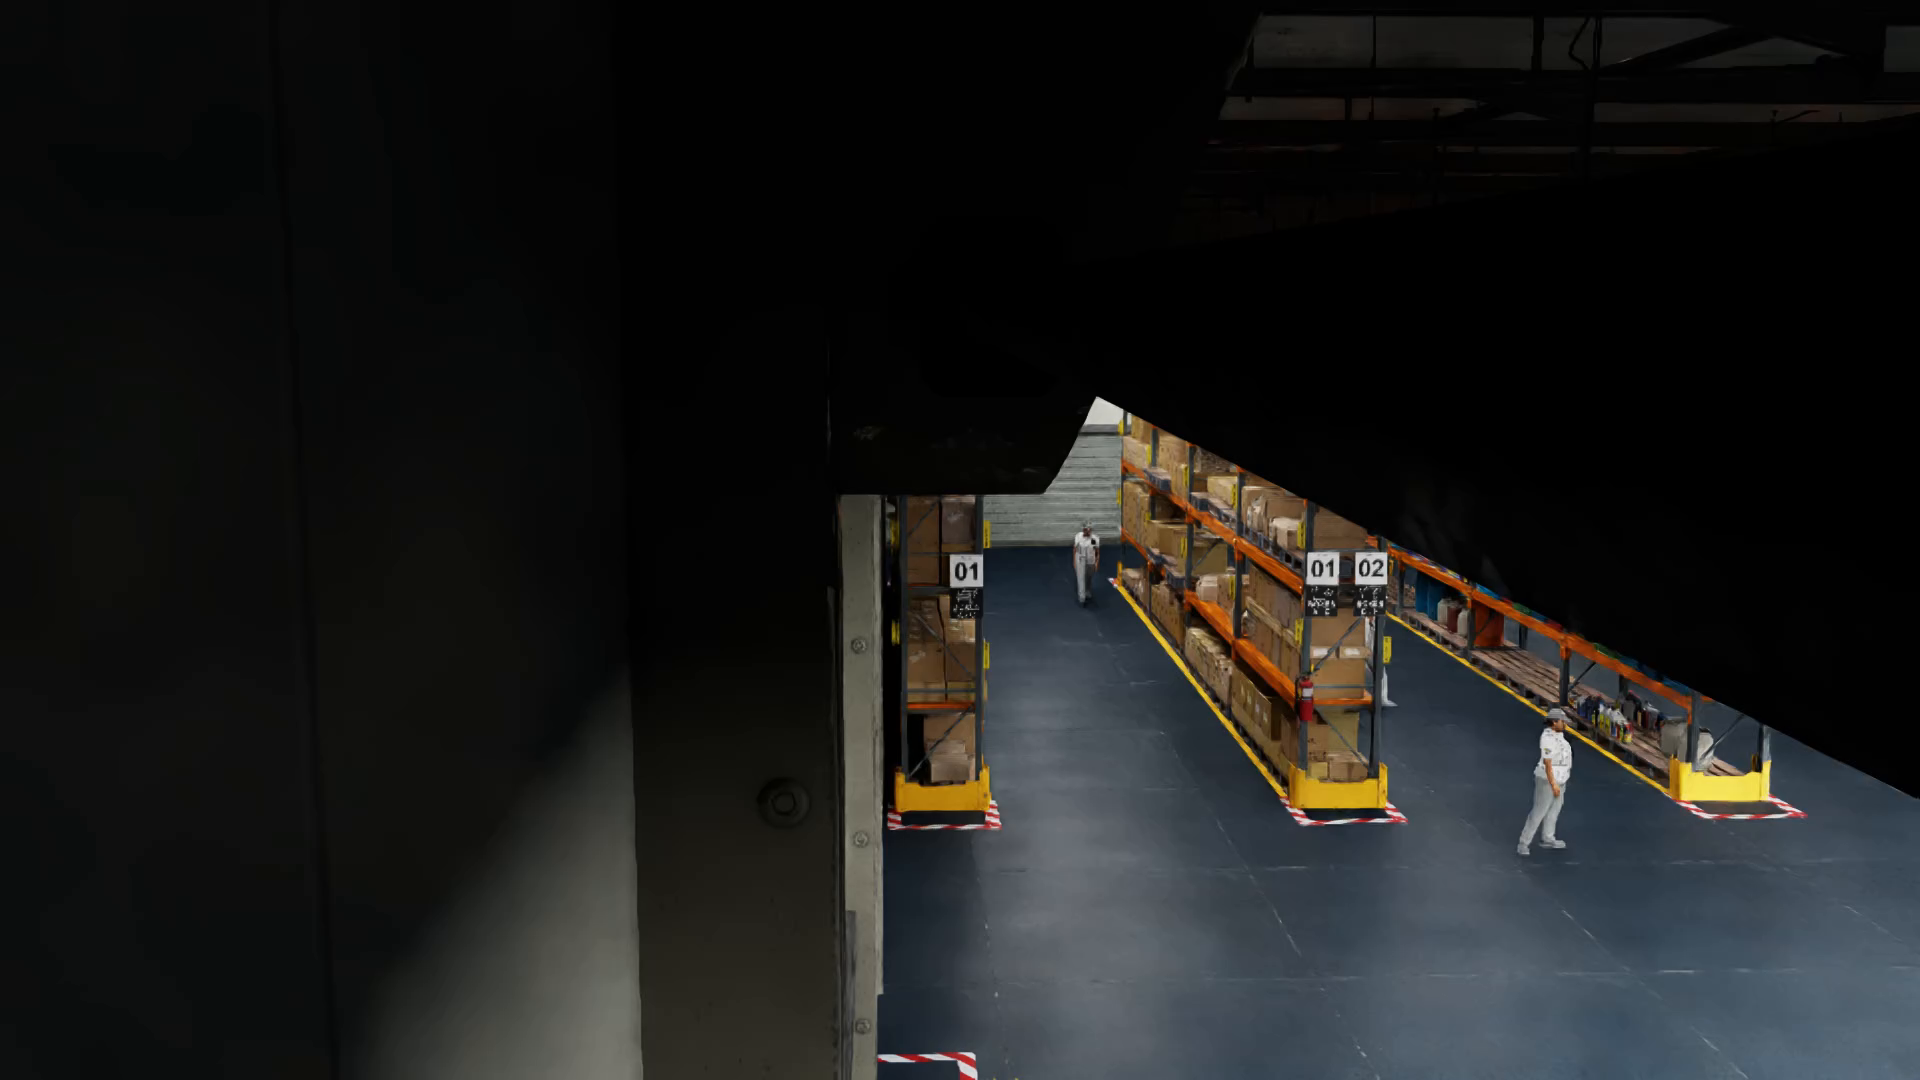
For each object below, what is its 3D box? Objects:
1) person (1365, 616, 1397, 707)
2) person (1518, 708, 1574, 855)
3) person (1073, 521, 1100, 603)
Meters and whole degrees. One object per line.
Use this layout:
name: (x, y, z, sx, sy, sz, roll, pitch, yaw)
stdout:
person: (6.217, 1.709, 25.616, 0.735, 1.715, 0.896, -3, 9, -18)
person: (6.667, 2.743, 18.931, 0.476, 1.662, 0.686, 6, 10, 34)
person: (2.624, 0.426, 34.352, 0.540, 1.676, 1.130, -1, 8, -5)
